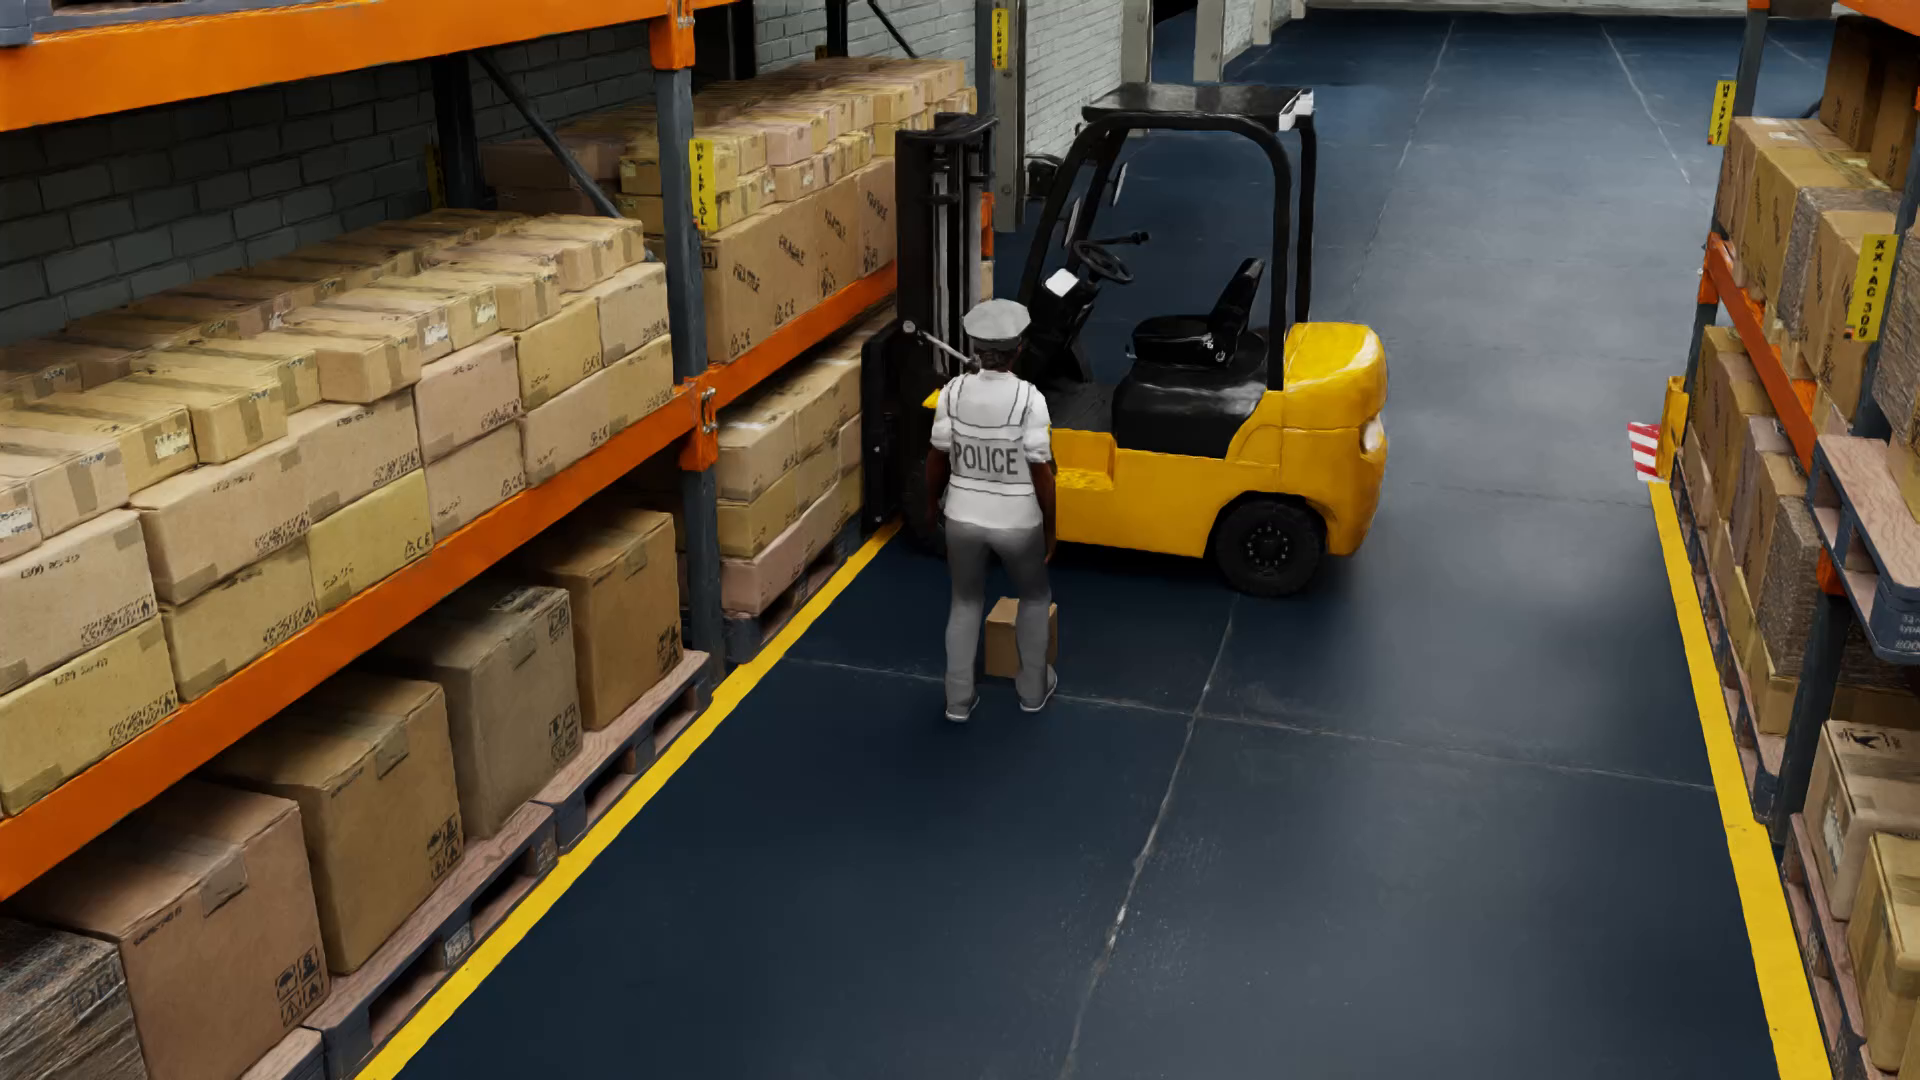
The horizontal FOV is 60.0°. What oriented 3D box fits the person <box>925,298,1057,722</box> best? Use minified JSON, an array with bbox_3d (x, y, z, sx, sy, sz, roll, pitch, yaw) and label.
[{"bbox_3d":[0.127,-0.101,6.366,0.552,1.670,0.501,7,23,16],"label":"person"}]
